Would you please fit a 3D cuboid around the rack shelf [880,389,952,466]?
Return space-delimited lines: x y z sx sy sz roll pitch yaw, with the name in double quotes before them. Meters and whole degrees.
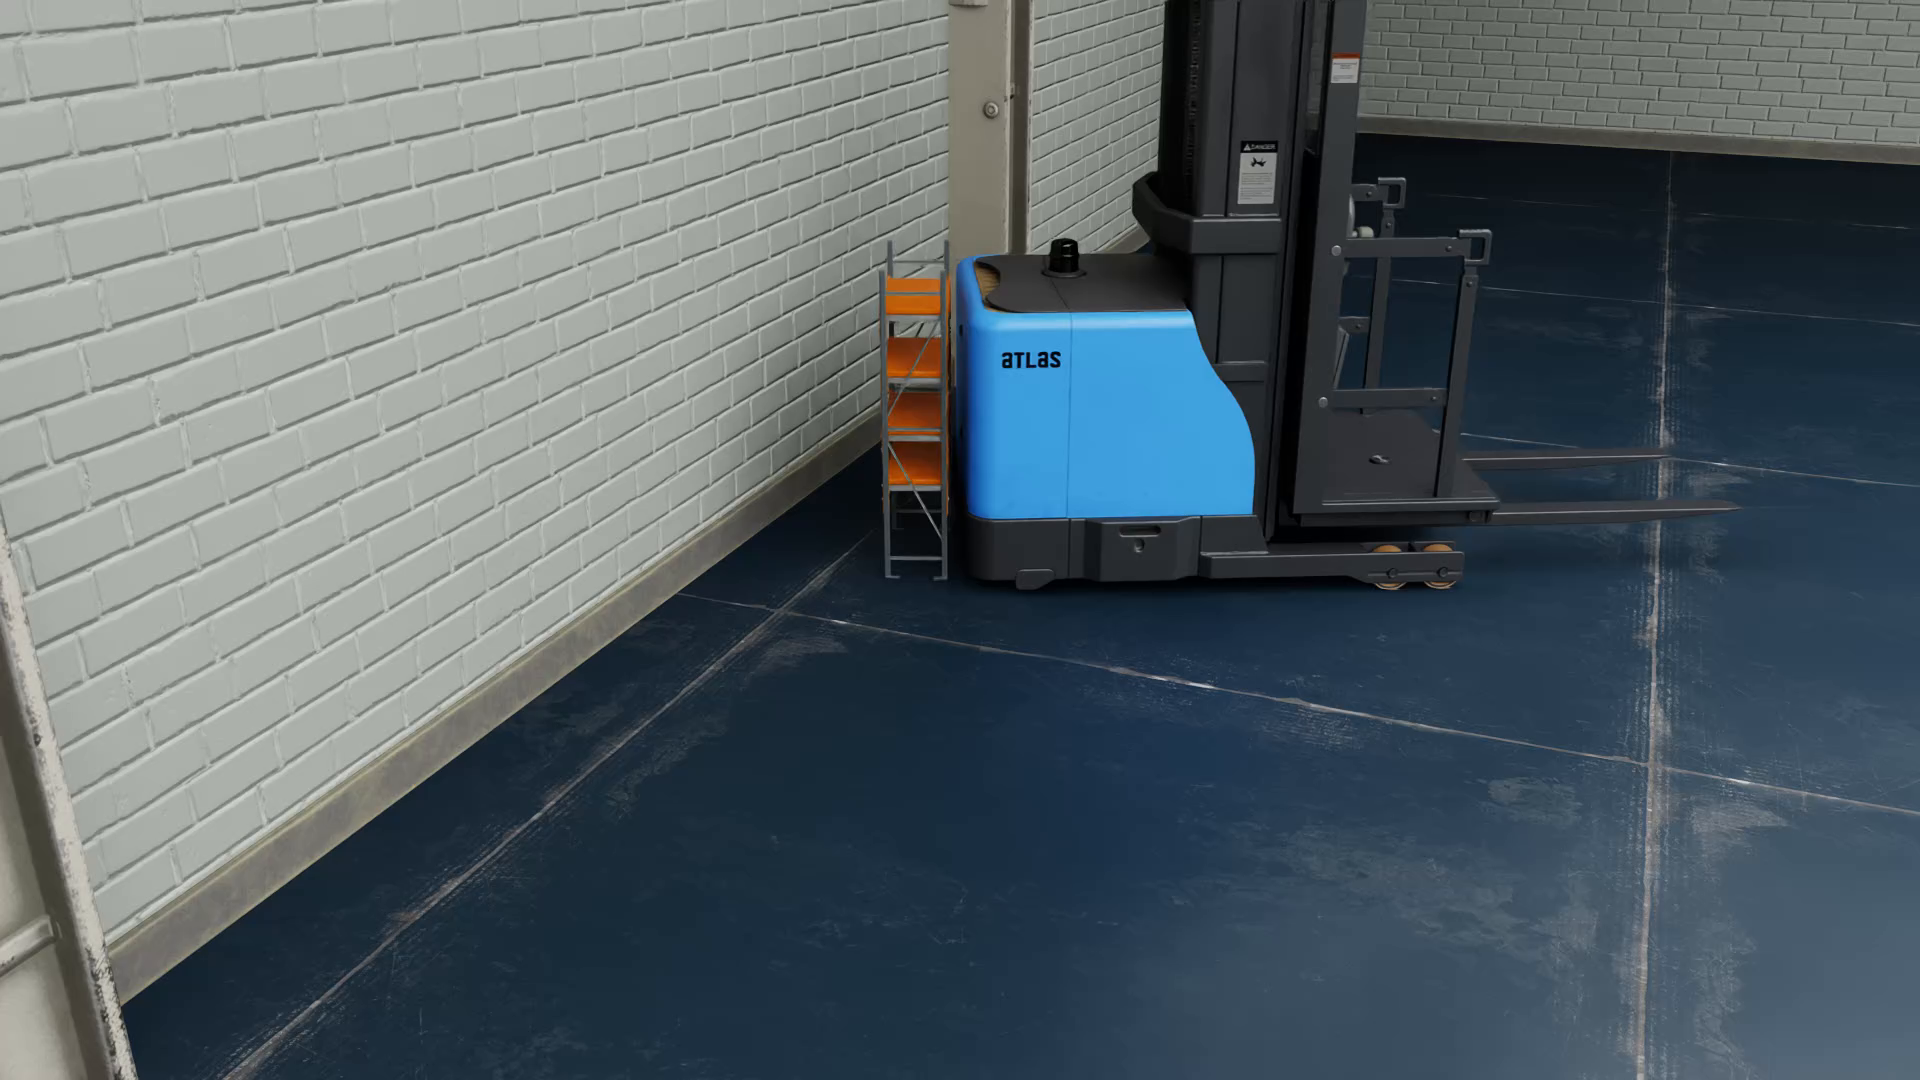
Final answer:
"rack shelf" -0.164 -0.440 6.421 0.258 0.148 0.480 0 23 1

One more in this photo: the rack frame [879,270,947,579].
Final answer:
"rack frame" -0.169 -0.408 6.170 0.240 1.200 0.015 0 23 1

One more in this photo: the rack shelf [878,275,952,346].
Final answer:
"rack shelf" -0.164 -0.864 6.243 0.258 0.148 0.480 0 23 1

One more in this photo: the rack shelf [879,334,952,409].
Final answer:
"rack shelf" -0.164 -0.646 6.334 0.258 0.148 0.480 0 23 1

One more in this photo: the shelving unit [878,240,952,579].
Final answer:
"shelving unit" -0.164 -0.502 6.395 0.258 1.200 0.503 0 23 1

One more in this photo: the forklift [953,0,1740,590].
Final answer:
"forklift" 1.508 -1.366 6.218 3.031 2.935 1.130 -1 23 -3

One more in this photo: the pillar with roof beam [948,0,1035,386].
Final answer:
"pillar with roof beam" 4.151 -4.393 5.591 9.100 9.000 0.400 9 24 20

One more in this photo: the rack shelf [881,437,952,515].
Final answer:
"rack shelf" -0.164 -0.257 6.497 0.258 0.148 0.480 0 23 1

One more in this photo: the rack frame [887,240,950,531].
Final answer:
"rack frame" -0.160 -0.596 6.620 0.240 1.200 0.015 0 23 1

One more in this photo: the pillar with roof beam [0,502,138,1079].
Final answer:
"pillar with roof beam" 1.922 -2.246 0.451 9.100 9.000 0.400 9 24 20
